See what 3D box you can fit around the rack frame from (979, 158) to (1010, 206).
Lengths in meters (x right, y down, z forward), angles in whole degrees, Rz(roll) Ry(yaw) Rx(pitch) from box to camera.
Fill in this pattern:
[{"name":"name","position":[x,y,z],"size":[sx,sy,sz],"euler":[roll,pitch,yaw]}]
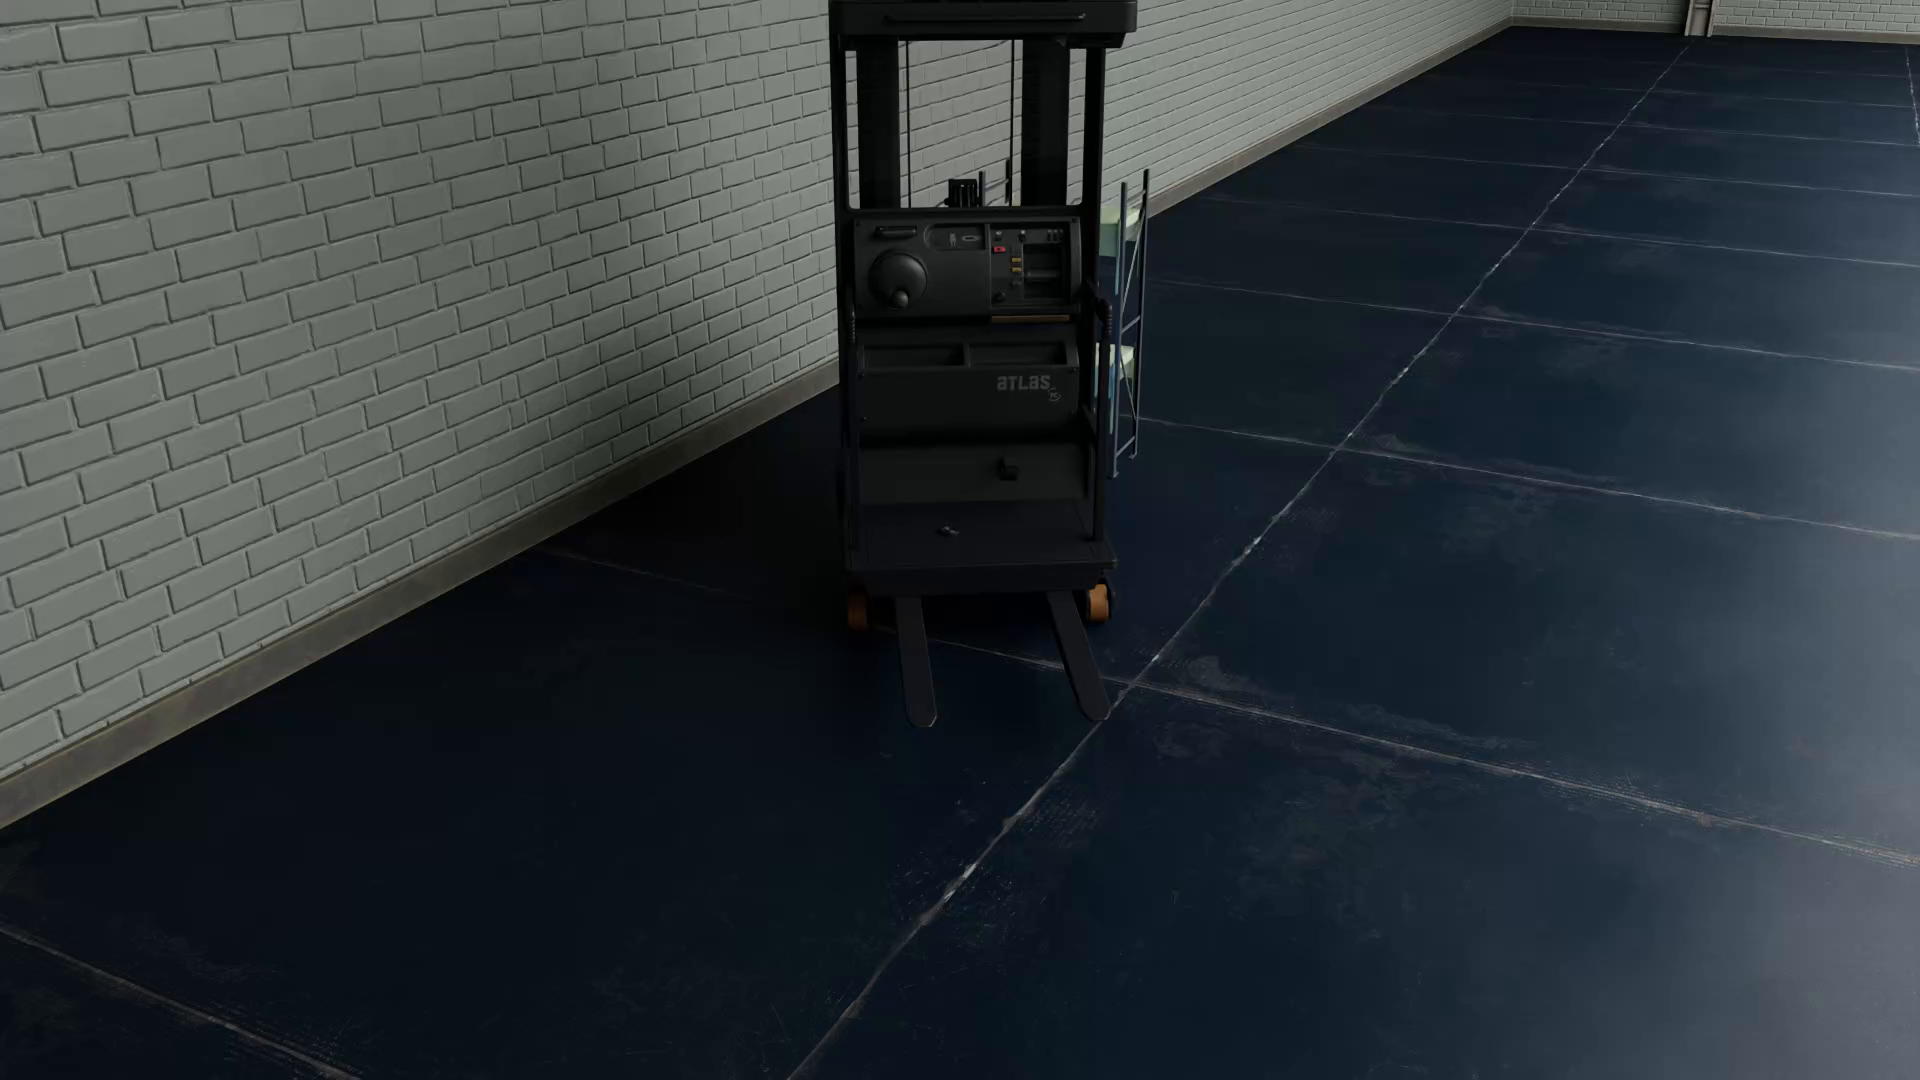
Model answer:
[{"name":"rack frame","position":[0.177,-1.188,8.623],"size":[0.023,1.500,0.400],"euler":[9,24,21]}]

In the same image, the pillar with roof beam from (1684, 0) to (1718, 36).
[{"name":"pillar with roof beam","position":[10.091,-10.875,21.823],"size":[0.400,9.000,9.100],"euler":[11,25,25]}]

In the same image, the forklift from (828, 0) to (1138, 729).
[{"name":"forklift","position":[0.051,-1.106,6.605],"size":[1.130,2.935,3.031],"euler":[-2,23,-4]}]

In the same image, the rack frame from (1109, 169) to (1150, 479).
[{"name":"rack frame","position":[0.852,-1.077,8.363],"size":[0.023,1.500,0.400],"euler":[9,24,21]}]

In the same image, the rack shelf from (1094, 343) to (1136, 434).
[{"name":"rack shelf","position":[0.514,-0.832,8.619],"size":[0.720,0.370,0.431],"euler":[9,24,21]}]

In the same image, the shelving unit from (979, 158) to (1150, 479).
[{"name":"shelving unit","position":[0.515,-1.133,8.493],"size":[0.755,1.500,0.431],"euler":[9,24,21]}]

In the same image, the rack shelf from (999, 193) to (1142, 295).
[{"name":"rack shelf","position":[0.516,-1.493,8.342],"size":[0.720,0.370,0.431],"euler":[9,24,21]}]
